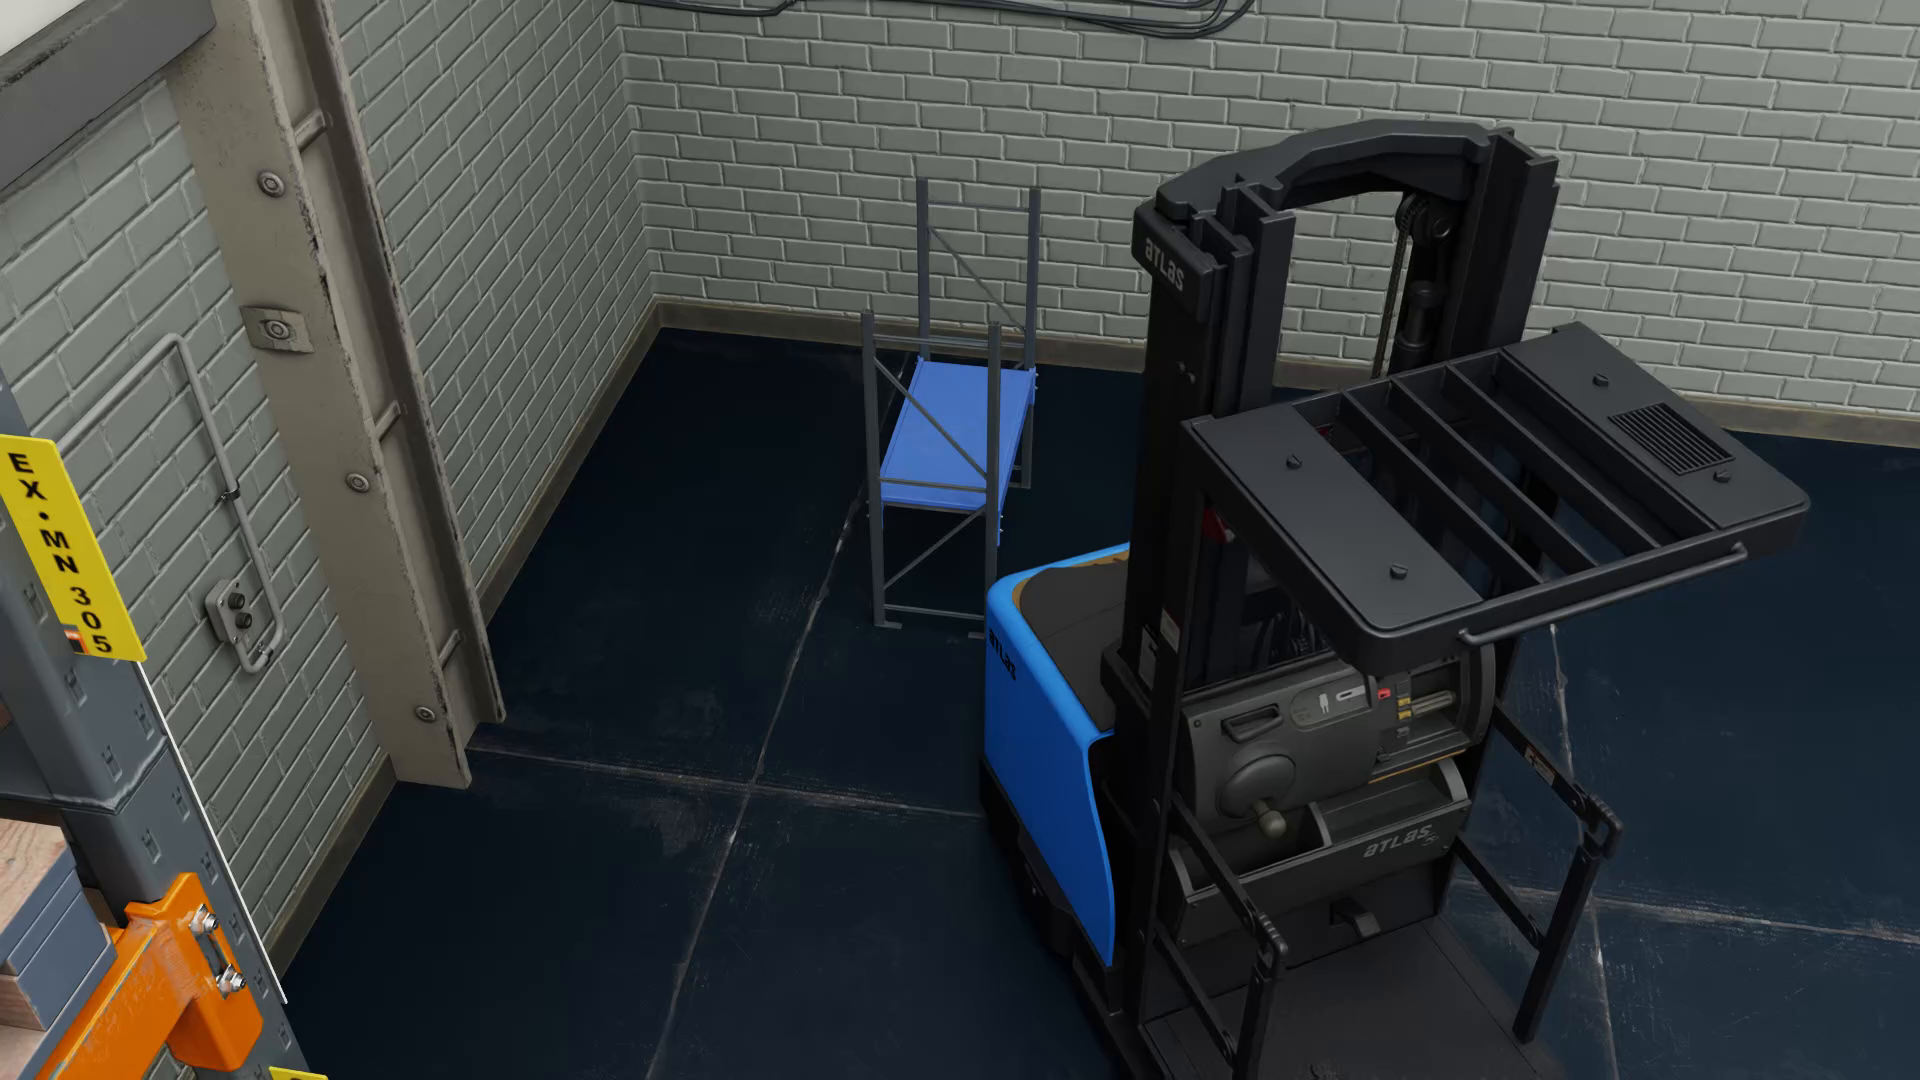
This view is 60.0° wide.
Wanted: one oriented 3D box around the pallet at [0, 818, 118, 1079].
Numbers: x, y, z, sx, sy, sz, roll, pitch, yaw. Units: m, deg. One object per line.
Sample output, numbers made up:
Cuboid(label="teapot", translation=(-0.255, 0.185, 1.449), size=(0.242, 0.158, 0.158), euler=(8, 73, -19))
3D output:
Cuboid(label="pallet", translation=(-1.672, 0.757, 1.696), size=(1.003, 0.211, 1.213), euler=(6, 40, 8))

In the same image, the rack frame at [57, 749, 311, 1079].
Cuboid(label="rack frame", translation=(-1.554, 1.412, 3.188), size=(1.000, 3.000, 0.127), euler=(6, 40, 8))

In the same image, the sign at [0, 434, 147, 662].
Cuboid(label="sign", translation=(-1.022, 0.014, 1.892), size=(0.100, 0.325, 0.005), euler=(6, 40, 8))

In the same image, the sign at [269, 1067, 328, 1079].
Cuboid(label="sign", translation=(-1.022, 0.943, 2.660), size=(0.100, 0.325, 0.005), euler=(6, 40, 8))

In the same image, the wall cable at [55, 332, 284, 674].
Cuboid(label="wall cable", translation=(-2.264, 0.113, 3.962), size=(0.084, 1.984, 1.851), euler=(6, 40, 8))

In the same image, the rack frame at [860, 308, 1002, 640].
Cuboid(label="rack frame", translation=(-0.103, -0.205, 6.321), size=(0.500, 1.500, 0.032), euler=(6, 40, 8))

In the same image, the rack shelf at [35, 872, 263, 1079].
Cuboid(label="rack shelf", translation=(-1.900, 1.789, 0.943), size=(1.077, 0.370, 4.000), euler=(6, 40, 8))

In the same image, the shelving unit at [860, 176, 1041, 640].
Cuboid(label="shelving unit", translation=(-0.015, -0.524, 6.707), size=(0.538, 1.500, 1.048), euler=(6, 40, 8))

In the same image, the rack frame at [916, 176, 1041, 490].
Cuboid(label="rack frame", translation=(0.073, -0.844, 7.093), size=(0.500, 1.500, 0.032), euler=(6, 40, 8))

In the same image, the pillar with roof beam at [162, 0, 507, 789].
Cuboid(label="pillar with roof beam", translation=(2.301, -2.215, 2.867), size=(9.100, 9.000, 0.400), euler=(6, 40, 8))

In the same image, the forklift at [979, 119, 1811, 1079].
Cuboid(label="forklift", translation=(1.102, 0.578, 4.251), size=(1.130, 2.935, 3.031), euler=(-15, 42, -17))

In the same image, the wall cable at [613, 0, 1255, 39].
Cuboid(label="wall cable", translation=(-0.223, -3.213, 6.511), size=(3.097, 2.526, 0.112), euler=(6, 40, 8))

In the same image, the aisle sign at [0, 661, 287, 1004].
Cuboid(label="aisle sign", translation=(-1.246, 0.398, 2.374), size=(0.394, 0.787, 0.004), euler=(6, 40, 8))

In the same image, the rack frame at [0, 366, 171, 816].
Cuboid(label="rack frame", translation=(-1.554, -0.900, 1.276), size=(1.000, 3.000, 0.127), euler=(6, 40, 8))

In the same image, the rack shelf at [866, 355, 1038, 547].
Cuboid(label="rack shelf", translation=(-0.015, -0.386, 6.822), size=(0.538, 0.185, 1.000), euler=(6, 40, 8))
